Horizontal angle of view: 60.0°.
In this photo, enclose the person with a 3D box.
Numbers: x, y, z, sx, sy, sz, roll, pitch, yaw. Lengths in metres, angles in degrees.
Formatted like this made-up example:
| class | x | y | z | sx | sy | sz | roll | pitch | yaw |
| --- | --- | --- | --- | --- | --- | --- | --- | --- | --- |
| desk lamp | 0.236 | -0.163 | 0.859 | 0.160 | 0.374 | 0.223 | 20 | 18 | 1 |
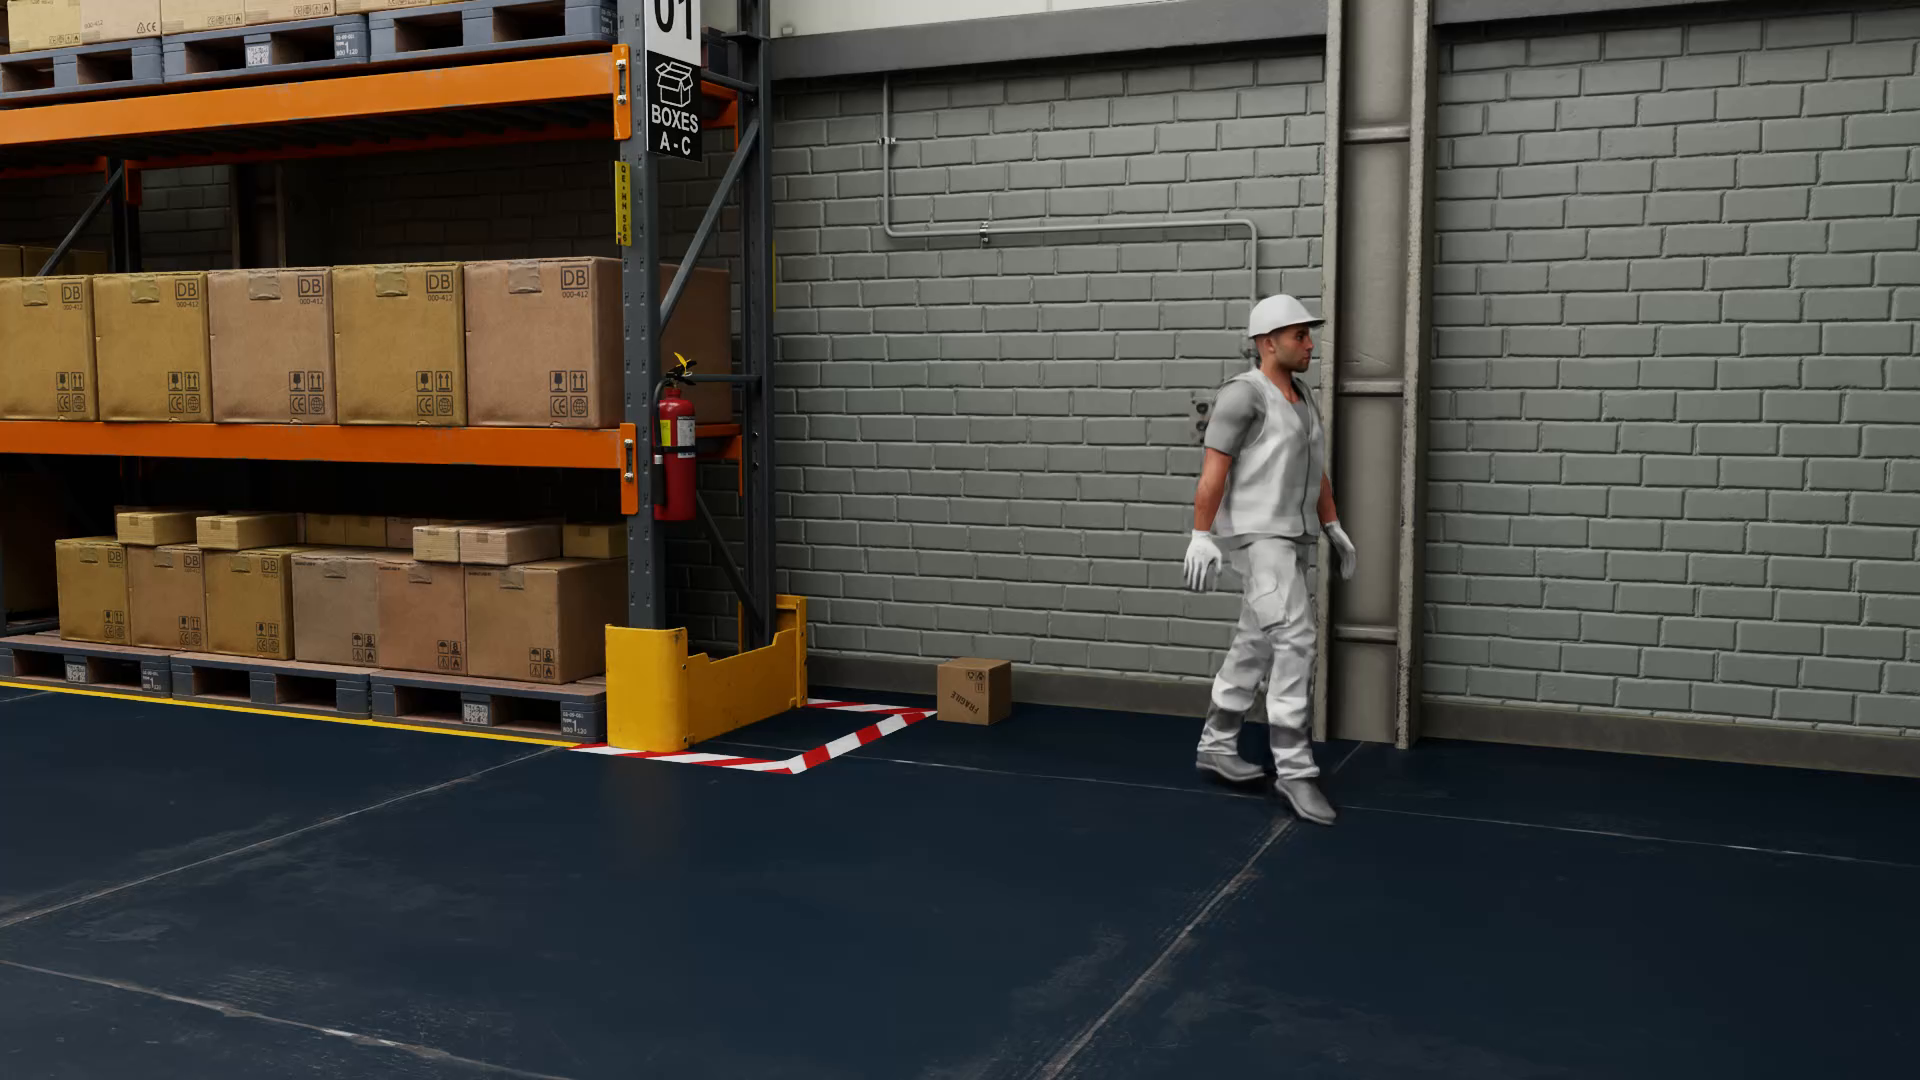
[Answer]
| class | x | y | z | sx | sy | sz | roll | pitch | yaw |
| --- | --- | --- | --- | --- | --- | --- | --- | --- | --- |
| person | 1.143 | 0.034 | 5.924 | 0.716 | 1.807 | 0.613 | 5 | 7 | 42 |
